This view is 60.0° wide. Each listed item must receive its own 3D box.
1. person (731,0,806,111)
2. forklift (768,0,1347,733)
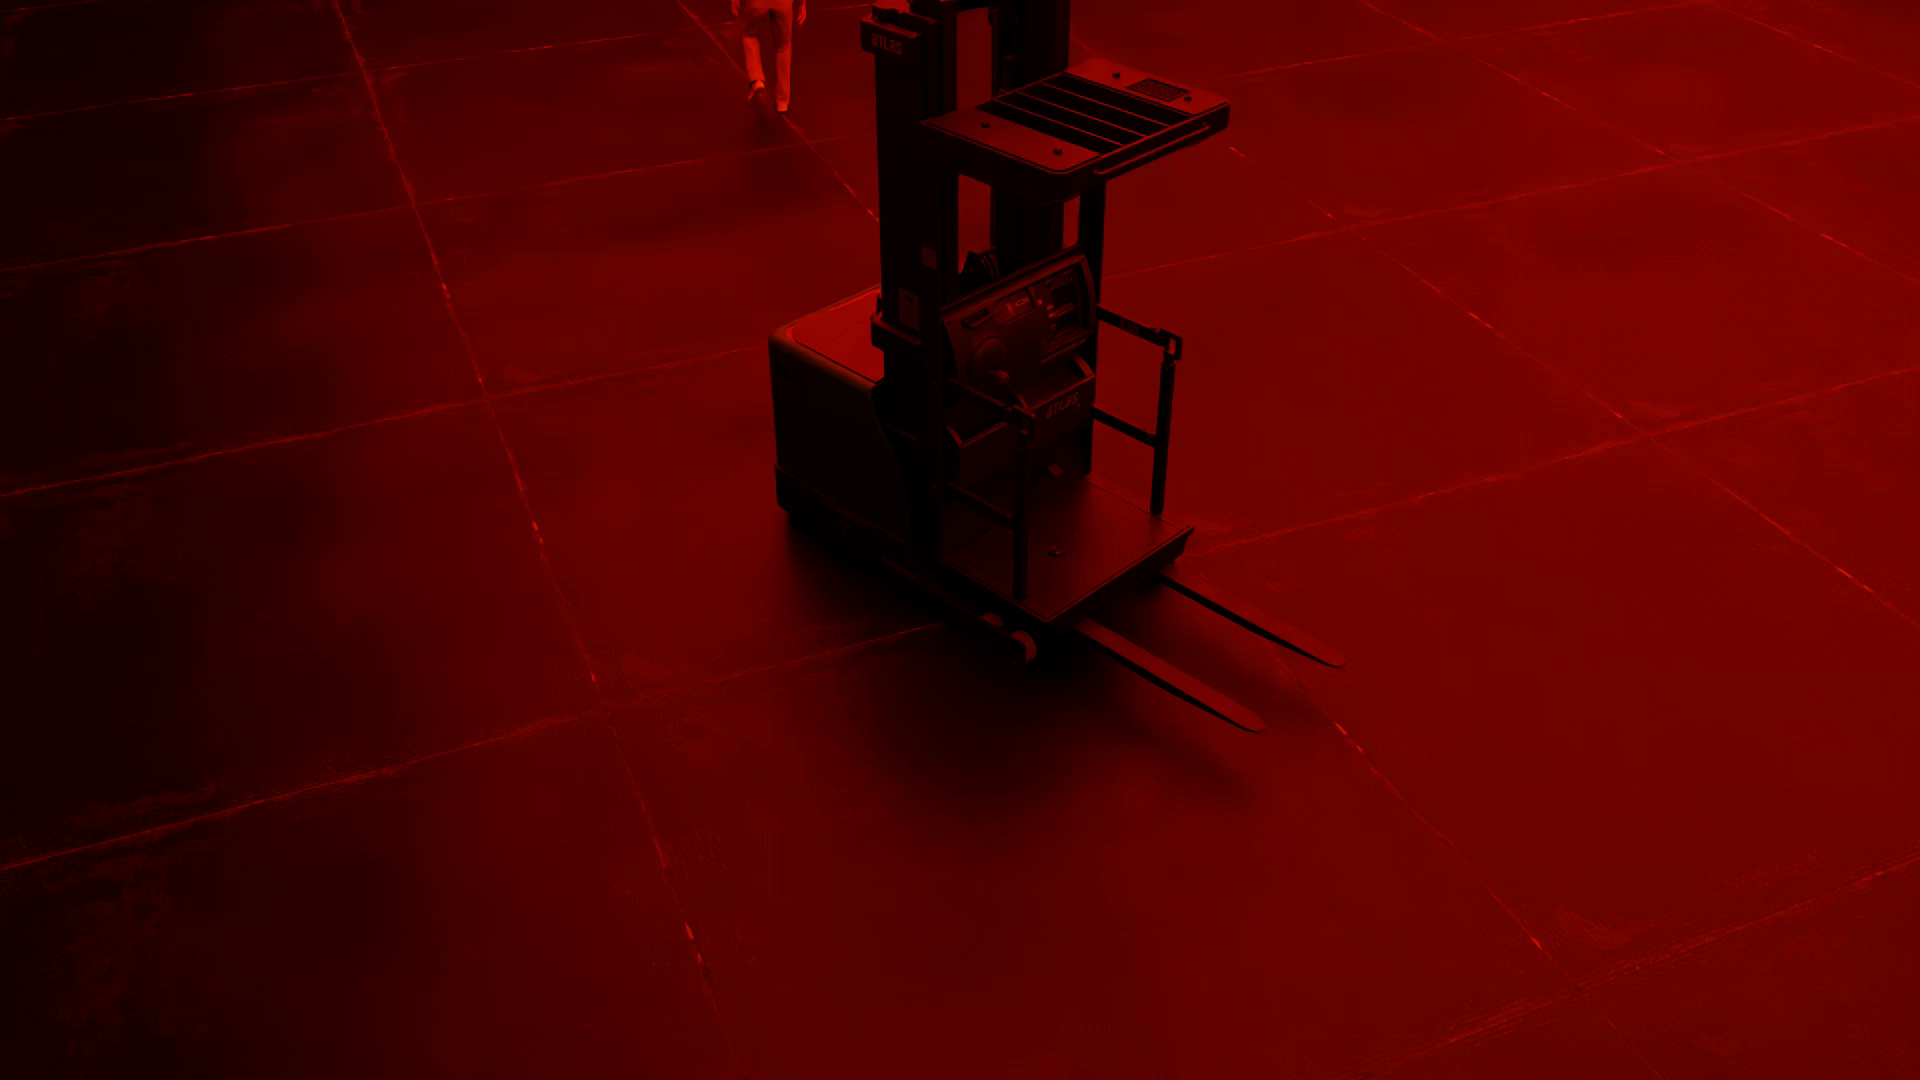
[{"bbox_3d":[-1.522,-4.245,13.171,0.587,1.655,0.459,-4,36,-5],"label":"person"},{"bbox_3d":[0.432,-0.946,7.429,3.031,2.935,1.130,30,45,35],"label":"forklift"}]
